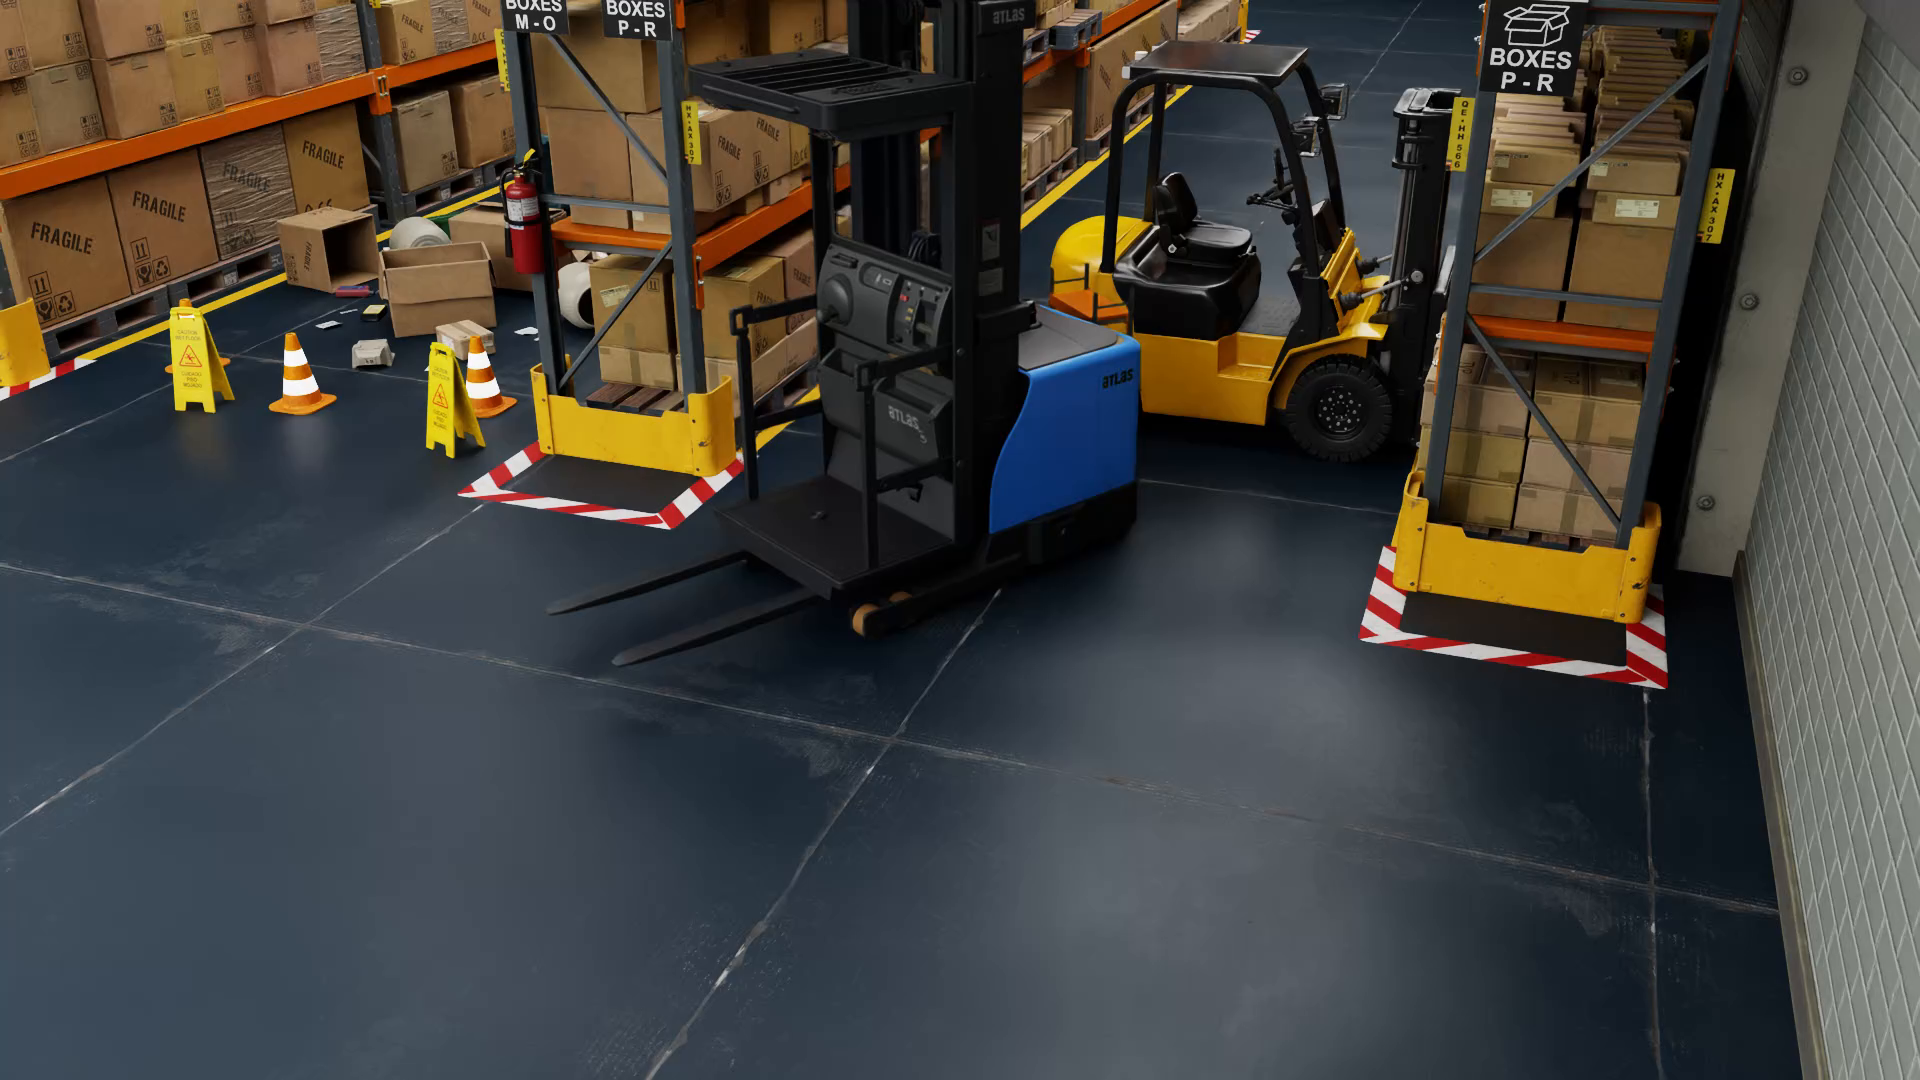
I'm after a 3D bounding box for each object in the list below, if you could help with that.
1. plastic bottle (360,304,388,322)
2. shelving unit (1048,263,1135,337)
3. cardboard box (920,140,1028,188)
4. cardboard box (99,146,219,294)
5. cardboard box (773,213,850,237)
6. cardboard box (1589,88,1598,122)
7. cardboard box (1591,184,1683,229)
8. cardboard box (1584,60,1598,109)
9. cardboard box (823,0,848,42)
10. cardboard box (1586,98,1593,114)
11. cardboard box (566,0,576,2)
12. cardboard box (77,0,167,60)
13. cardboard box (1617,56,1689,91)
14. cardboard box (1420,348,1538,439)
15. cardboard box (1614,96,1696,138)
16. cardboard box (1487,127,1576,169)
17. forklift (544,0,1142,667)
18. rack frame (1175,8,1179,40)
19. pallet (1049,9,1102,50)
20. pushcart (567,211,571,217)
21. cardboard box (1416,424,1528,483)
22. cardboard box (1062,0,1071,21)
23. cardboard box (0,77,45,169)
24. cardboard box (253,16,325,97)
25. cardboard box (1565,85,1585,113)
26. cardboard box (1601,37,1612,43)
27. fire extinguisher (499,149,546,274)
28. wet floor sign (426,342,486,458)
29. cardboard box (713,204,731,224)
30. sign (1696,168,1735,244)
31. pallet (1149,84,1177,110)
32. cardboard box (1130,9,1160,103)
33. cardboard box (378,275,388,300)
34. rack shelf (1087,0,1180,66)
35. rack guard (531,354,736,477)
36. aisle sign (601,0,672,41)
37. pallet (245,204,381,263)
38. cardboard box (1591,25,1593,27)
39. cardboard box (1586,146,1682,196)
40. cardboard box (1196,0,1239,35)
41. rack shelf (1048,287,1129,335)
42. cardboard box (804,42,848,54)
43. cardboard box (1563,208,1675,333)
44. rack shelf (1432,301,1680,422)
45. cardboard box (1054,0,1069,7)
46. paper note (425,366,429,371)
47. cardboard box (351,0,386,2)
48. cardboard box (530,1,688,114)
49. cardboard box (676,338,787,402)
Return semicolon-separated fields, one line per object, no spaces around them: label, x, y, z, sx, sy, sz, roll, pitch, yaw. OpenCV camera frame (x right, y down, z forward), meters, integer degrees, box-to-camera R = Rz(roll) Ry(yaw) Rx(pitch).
plastic bottle;-4.260;-1.663;12.115;0.133;0.061;0.283;0;26;-1
shelving unit;0.702;-0.863;9.156;0.258;1.200;0.503;-12;28;-22
cardboard box;0.045;-3.274;14.603;0.950;0.372;0.625;10;27;19
cardboard box;-6.172;-2.385;12.190;0.875;0.875;0.875;8;27;17
cardboard box;-1.043;-1.836;10.913;0.500;0.500;0.500;9;27;18
cardboard box;3.857;-2.503;9.618;0.380;0.149;0.250;10;27;19
cardboard box;3.115;-1.546;7.642;0.380;0.149;0.250;8;27;16
cardboard box;4.499;-3.080;11.268;0.500;0.250;0.500;8;27;17
cardboard box;-1.135;-3.742;11.434;0.700;0.500;0.500;9;27;18
cardboard box;4.025;-2.368;10.084;0.500;0.500;0.500;9;27;18
cardboard box;-4.028;-5.406;16.358;0.500;0.500;0.500;9;27;17
cardboard box;-6.055;-3.652;11.440;0.875;0.550;0.550;9;27;17
cardboard box;4.045;-2.727;9.740;0.380;0.149;0.250;8;27;16
cardboard box;2.617;-0.743;8.369;0.500;0.250;0.500;10;27;19
cardboard box;3.605;-2.203;8.659;0.380;0.149;0.250;8;27;16
cardboard box;2.731;-1.862;7.953;0.380;0.149;0.250;9;27;18
forklift;-0.523;-1.112;7.683;3.031;2.935;1.130;-20;32;-35
rack frame;2.069;-6.757;19.264;1.000;3.000;0.127;9;27;17
pallet;0.601;-4.719;15.274;1.213;0.211;1.003;9;27;17
pushcart;-2.760;-2.599;13.686;1.648;0.377;0.936;0;26;-1
cardboard box;2.625;-0.529;8.501;0.500;0.250;0.500;8;27;17
cardboard box;0.788;-4.790;15.007;0.380;0.149;0.250;9;27;17
cardboard box;-6.545;-2.729;10.771;0.875;0.550;0.550;9;27;17
cardboard box;-5.568;-3.831;13.047;0.875;0.550;0.550;9;27;17
cardboard box;3.183;-2.387;9.038;0.380;0.149;0.250;9;27;18
cardboard box;4.547;-3.304;11.273;0.380;0.149;0.250;8;27;16
fire extinguisher;-2.397;-1.811;9.136;0.296;0.674;0.183;9;27;17
wet floor sign;-2.997;-0.843;9.751;0.267;0.644;0.232;20;32;35
cardboard box;-1.546;-1.928;9.578;0.380;0.149;0.250;9;27;18
sign;3.279;-1.450;7.218;0.100;0.325;0.005;9;27;17
pallet;1.883;-5.174;19.194;1.003;0.211;1.213;9;27;17
cardboard box;1.645;-5.351;18.316;0.875;0.875;0.875;10;27;19
cardboard box;-4.130;-1.942;12.456;0.396;0.266;0.258;14;29;26
rack shelf;1.403;-5.611;17.723;1.077;0.370;4.000;9;27;17
rack guard;-1.899;-0.732;9.688;1.175;0.500;0.348;9;27;17
aisle sign;-1.653;-2.925;8.367;0.394;0.787;0.004;9;27;17
pallet;-5.622;-2.590;13.856;1.003;0.211;1.213;9;27;17
cardboard box;5.532;-4.328;13.844;0.500;0.250;0.500;9;27;19
cardboard box;3.071;-1.685;7.588;0.380;0.149;0.250;8;27;16
cardboard box;3.275;-7.151;22.535;0.875;0.438;0.875;8;27;16
rack shelf;0.702;-1.217;8.984;0.258;0.148;0.480;-12;28;-22
cardboard box;-0.840;-3.003;11.055;0.500;0.500;0.500;10;27;19
cardboard box;3.184;-1.316;7.911;0.500;0.500;0.500;10;27;19
rack shelf;3.423;-1.605;9.449;1.077;0.370;4.000;9;27;17
cardboard box;0.687;-5.040;14.779;0.500;0.500;0.500;8;27;17
paper note;-3.487;-1.166;11.124;0.148;0.019;0.142;0;26;-1
cardboard box;-5.135;-4.846;14.054;0.700;0.500;0.500;8;27;17
cardboard box;-1.960;-2.696;9.273;0.700;0.500;0.500;8;27;16
cardboard box;-1.395;-1.069;10.188;0.500;0.250;0.500;9;27;17
